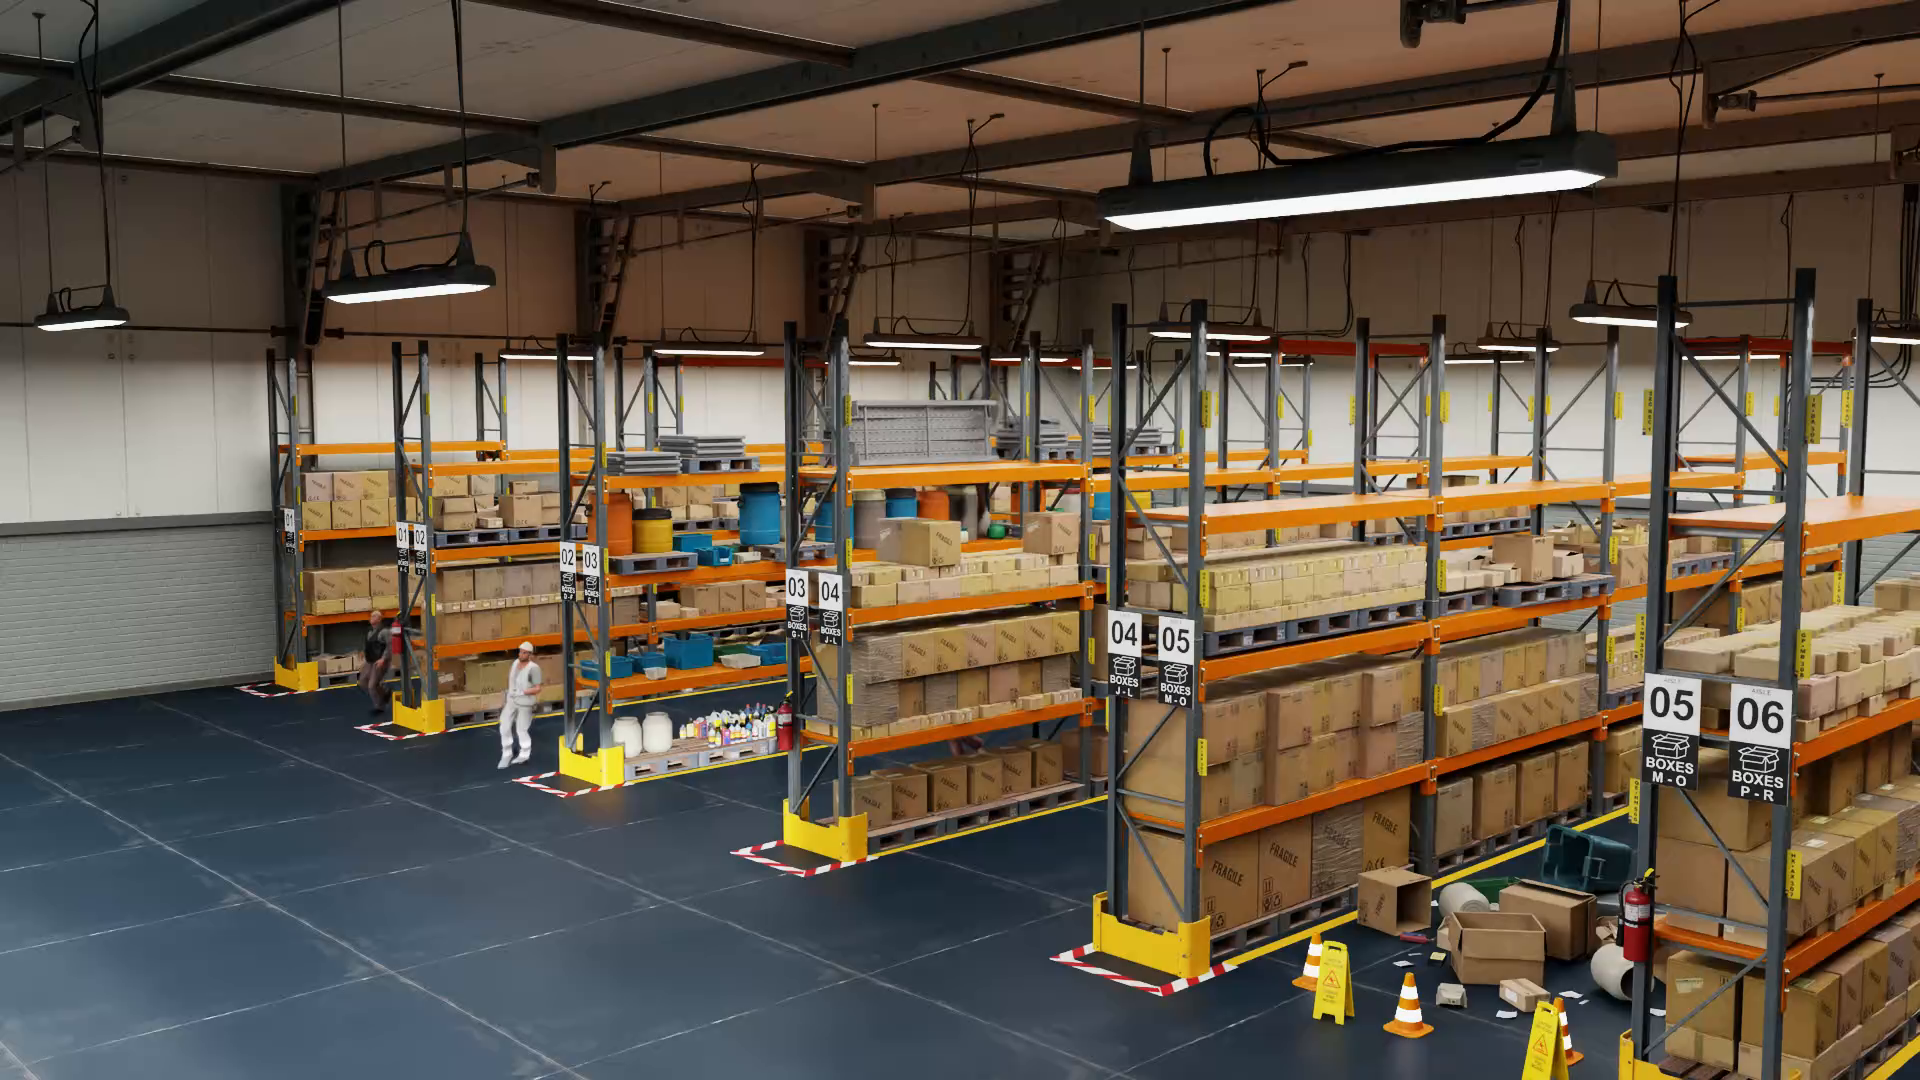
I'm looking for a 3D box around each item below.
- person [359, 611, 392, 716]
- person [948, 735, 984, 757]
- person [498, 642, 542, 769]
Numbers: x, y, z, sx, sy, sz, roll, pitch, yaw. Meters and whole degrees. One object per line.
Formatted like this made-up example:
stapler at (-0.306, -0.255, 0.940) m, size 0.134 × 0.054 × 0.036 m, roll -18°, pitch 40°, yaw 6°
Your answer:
person at (-9.492, 1.997, 27.065) m, size 0.691 × 1.689 × 0.537 m, roll 4°, pitch 6°, yaw 39°
person at (0.050, 2.344, 23.215) m, size 0.592 × 1.642 × 0.625 m, roll 5°, pitch 7°, yaw 44°
person at (-6.081, 2.296, 23.082) m, size 0.669 × 1.793 × 0.667 m, roll 1°, pitch 5°, yaw 17°
